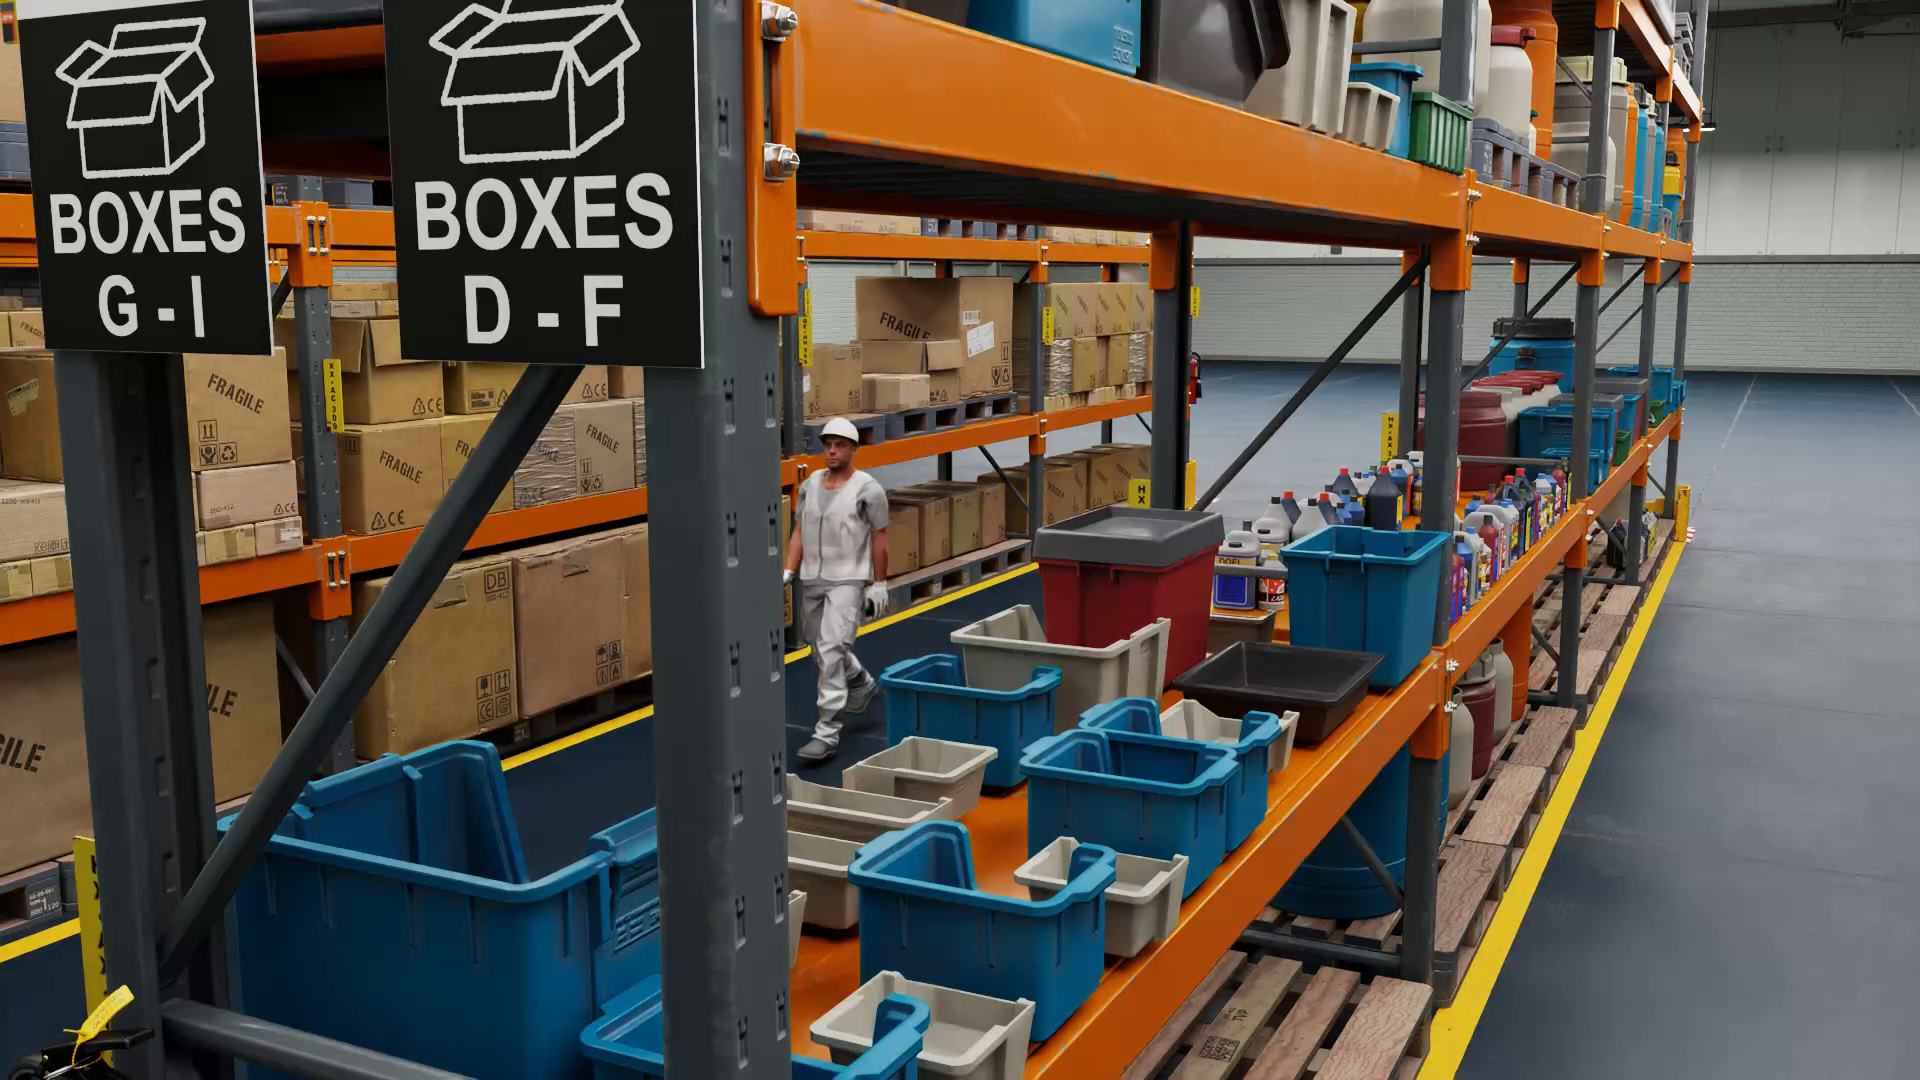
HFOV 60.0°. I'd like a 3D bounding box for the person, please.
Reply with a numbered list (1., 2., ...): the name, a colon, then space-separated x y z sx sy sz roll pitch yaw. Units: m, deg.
1. person: -0.662 0.226 8.838 0.533 1.752 0.965 5 10 30
